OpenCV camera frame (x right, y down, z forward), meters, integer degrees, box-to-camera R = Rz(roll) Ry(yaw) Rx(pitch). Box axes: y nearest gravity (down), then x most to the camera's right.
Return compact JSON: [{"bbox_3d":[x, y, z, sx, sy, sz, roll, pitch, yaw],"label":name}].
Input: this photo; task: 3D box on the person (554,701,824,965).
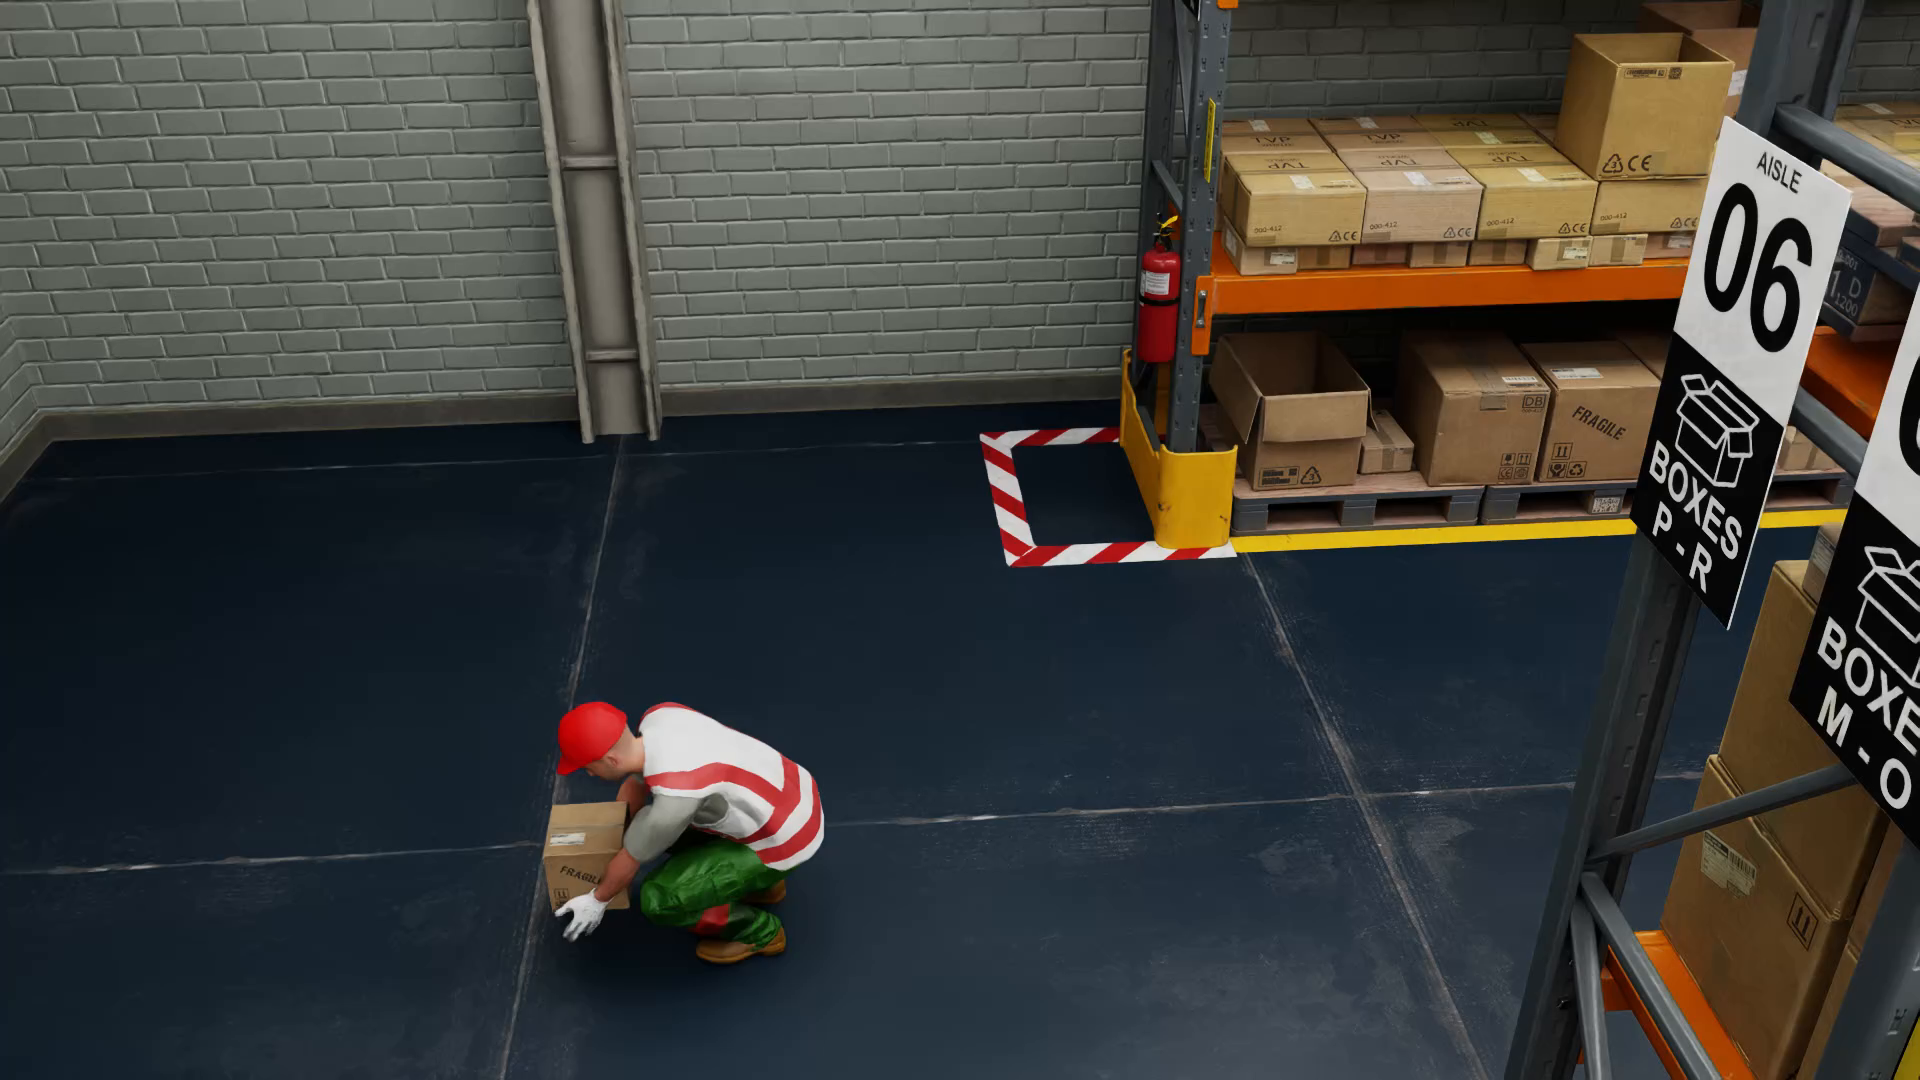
[{"bbox_3d":[-0.886,0.896,5.394,0.885,0.992,0.551,-3,31,-5],"label":"person"}]
